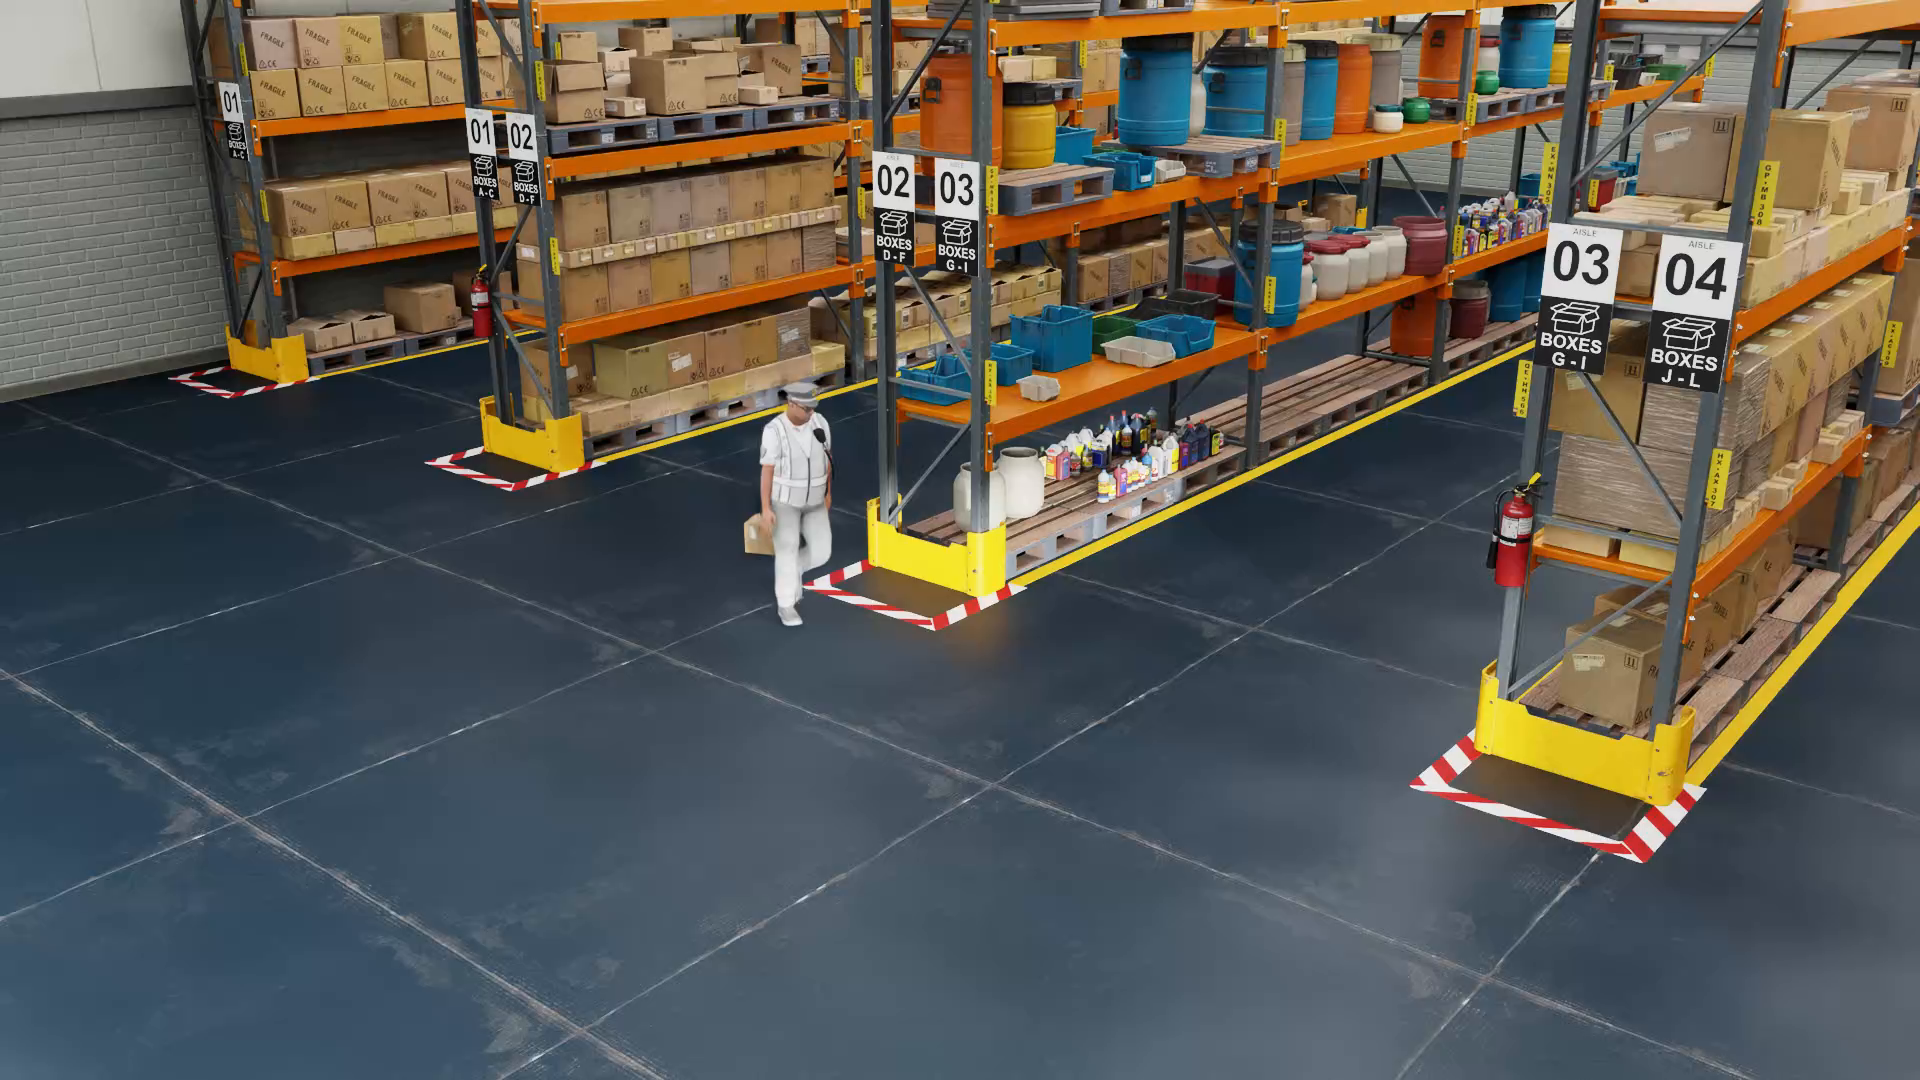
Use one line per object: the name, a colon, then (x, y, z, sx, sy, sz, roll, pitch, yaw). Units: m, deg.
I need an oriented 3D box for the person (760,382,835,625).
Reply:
person: (-1.189, -0.301, 11.849, 0.620, 1.723, 0.608, -12, 23, -29)
